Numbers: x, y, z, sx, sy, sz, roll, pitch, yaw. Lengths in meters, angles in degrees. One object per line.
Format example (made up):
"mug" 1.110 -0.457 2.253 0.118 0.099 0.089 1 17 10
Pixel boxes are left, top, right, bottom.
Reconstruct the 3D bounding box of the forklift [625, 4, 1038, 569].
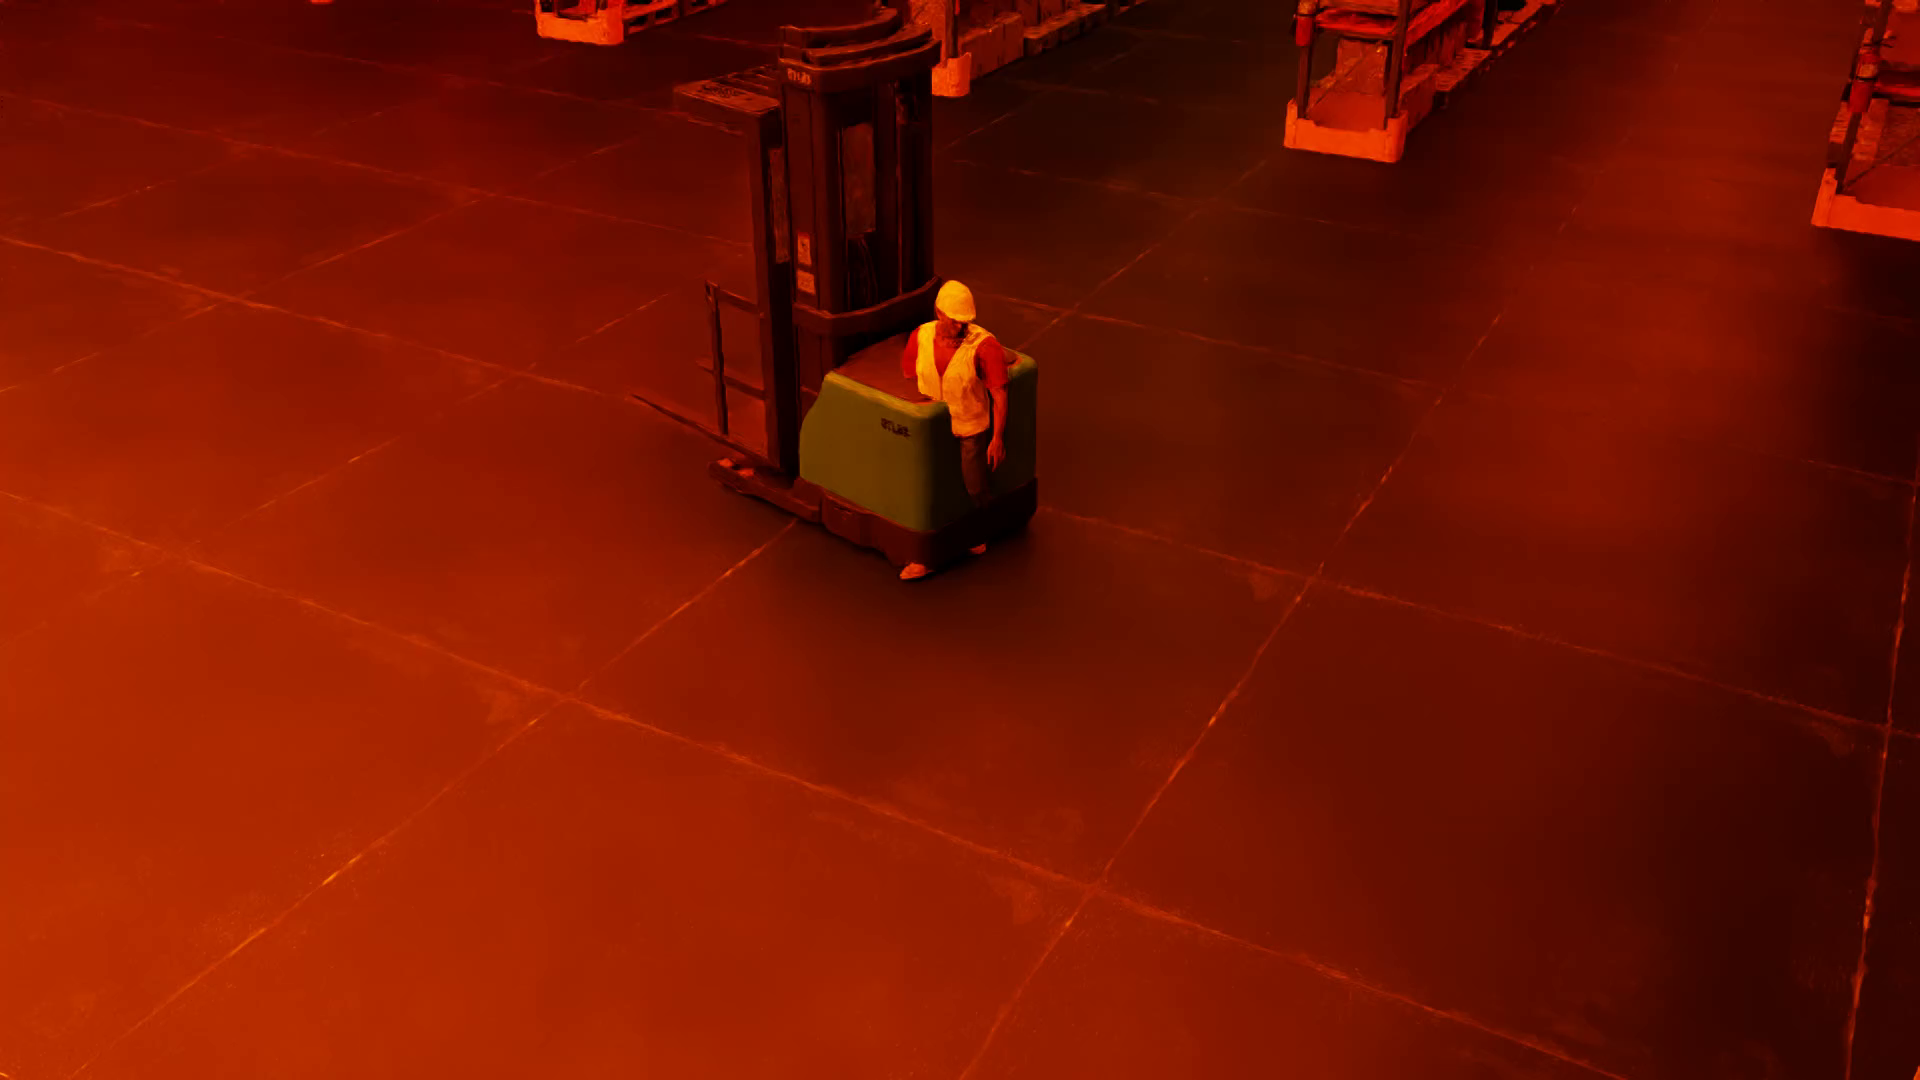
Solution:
"forklift" -0.953 -1.724 10.058 3.031 2.935 1.130 25 38 36

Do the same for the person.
"person" -0.064 -0.620 9.367 0.743 1.744 0.776 8 31 14
